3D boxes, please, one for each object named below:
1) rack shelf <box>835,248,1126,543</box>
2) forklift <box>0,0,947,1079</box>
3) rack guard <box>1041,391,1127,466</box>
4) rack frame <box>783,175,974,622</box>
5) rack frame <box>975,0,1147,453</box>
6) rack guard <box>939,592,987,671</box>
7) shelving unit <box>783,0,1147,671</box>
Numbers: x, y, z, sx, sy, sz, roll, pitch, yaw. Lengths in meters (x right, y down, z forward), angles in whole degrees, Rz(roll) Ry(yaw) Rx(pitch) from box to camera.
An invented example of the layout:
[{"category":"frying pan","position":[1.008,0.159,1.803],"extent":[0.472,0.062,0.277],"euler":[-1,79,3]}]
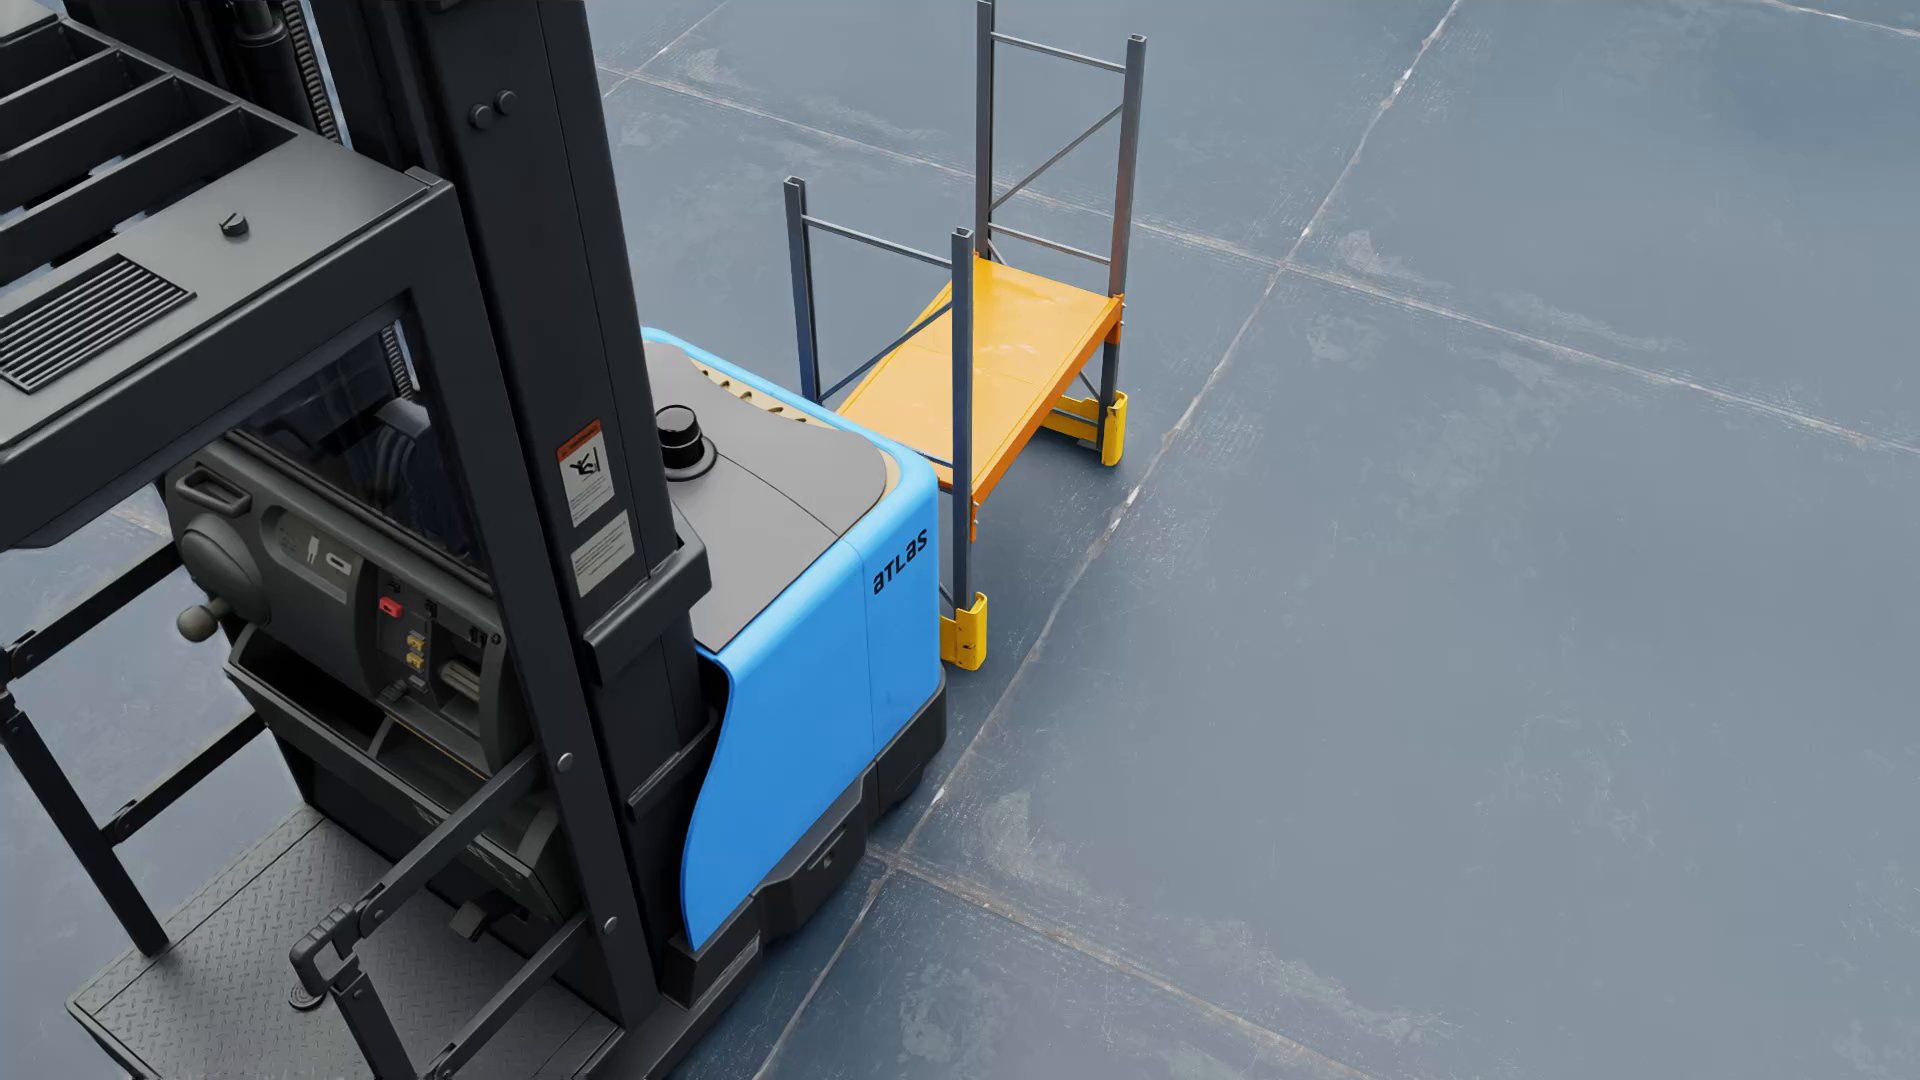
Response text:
[{"category":"rack shelf","position":[0.040,-0.455,4.898],"extent":[0.538,0.185,1.000],"euler":[20,49,19]},{"category":"forklift","position":[-1.295,0.203,2.989],"extent":[1.130,2.935,3.031],"euler":[27,51,24]},{"category":"rack guard","position":[0.267,-0.450,5.519],"extent":[0.587,0.250,0.087],"euler":[20,49,19]},{"category":"rack frame","position":[-0.196,-0.261,4.453],"extent":[0.500,1.500,0.032],"euler":[20,49,19]},{"category":"rack frame","position":[0.276,-0.901,5.086],"extent":[0.500,1.500,0.032],"euler":[20,49,19]},{"category":"rack guard","position":[-0.196,0.178,4.898],"extent":[0.587,0.250,0.087],"euler":[20,49,19]},{"category":"shelving unit","position":[0.035,-0.575,4.764],"extent":[0.587,1.500,1.083],"euler":[20,49,19]}]
